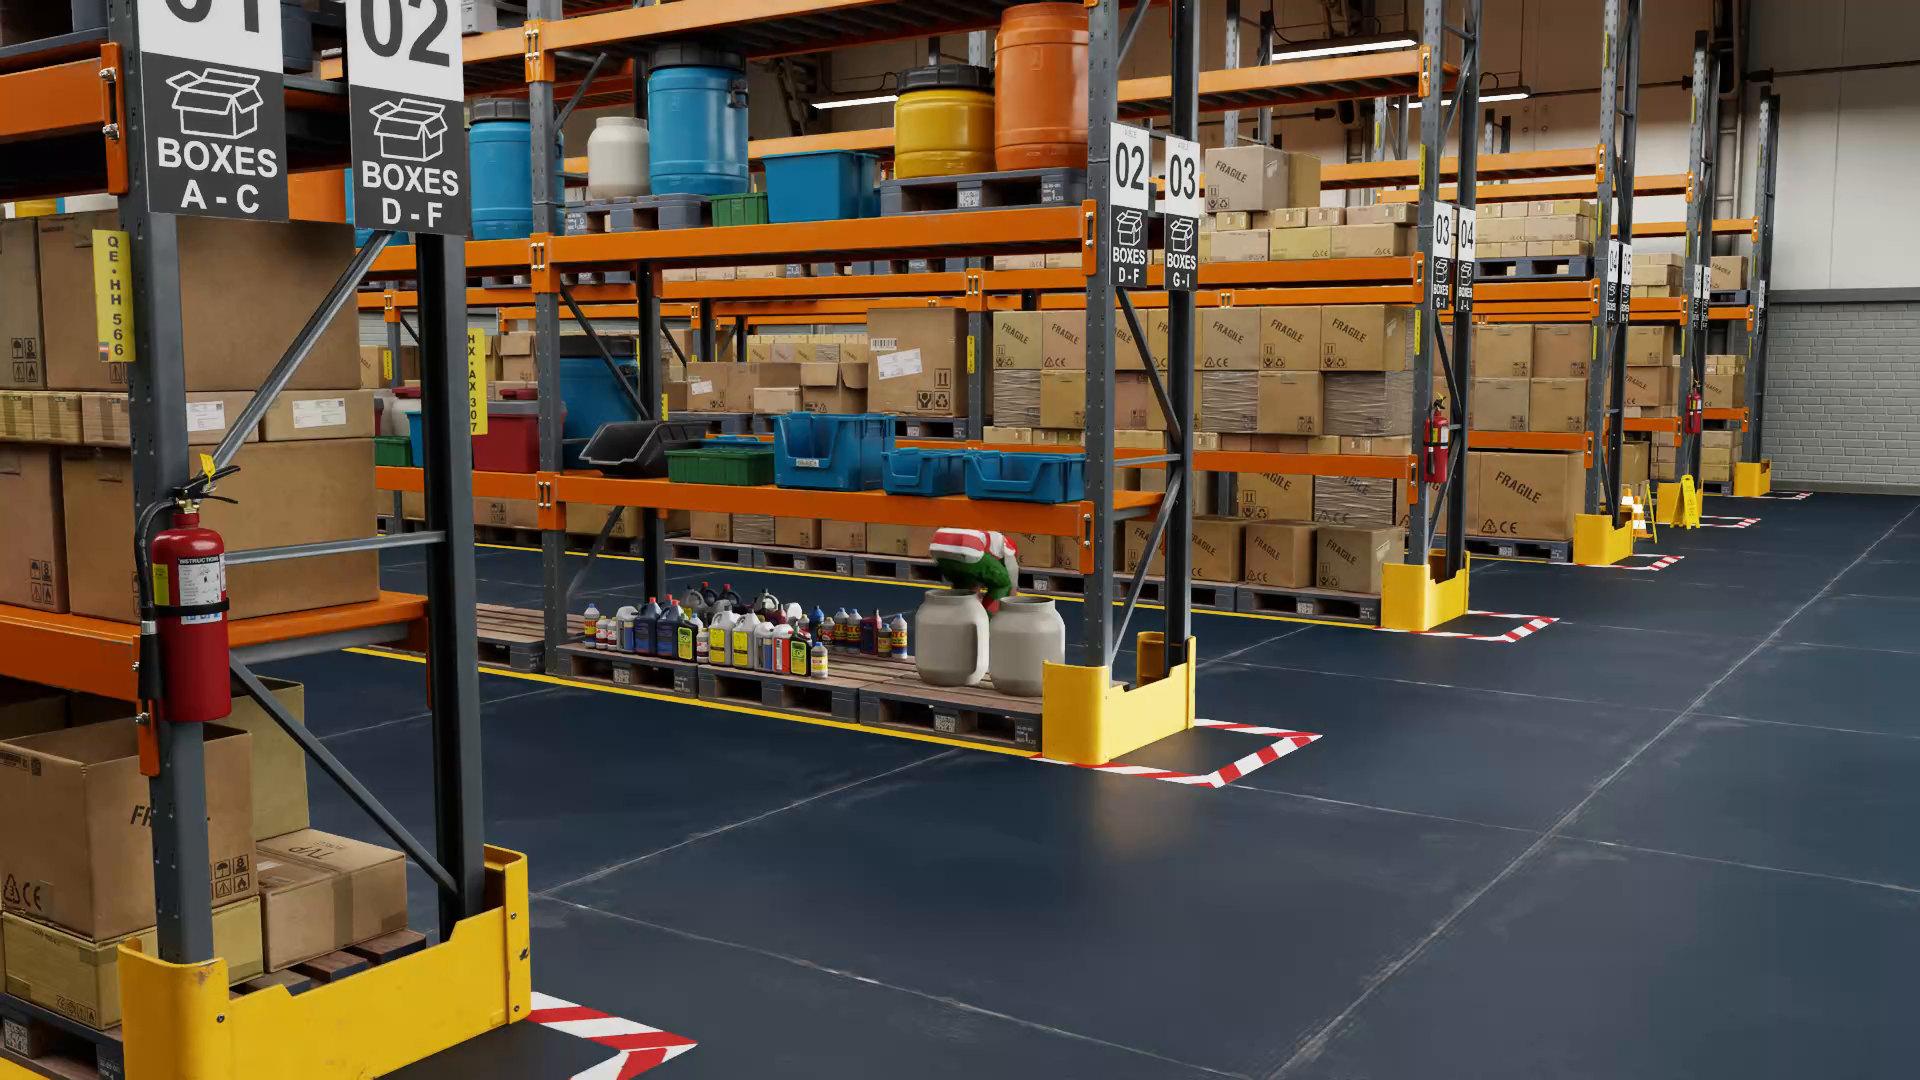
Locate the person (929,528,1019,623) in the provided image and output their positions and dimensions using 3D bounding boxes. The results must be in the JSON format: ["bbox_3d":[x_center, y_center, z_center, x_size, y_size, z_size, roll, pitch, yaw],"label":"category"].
[{"bbox_3d":[0.146,0.298,12.038,0.526,0.915,0.956,4,7,31],"label":"person"}]
